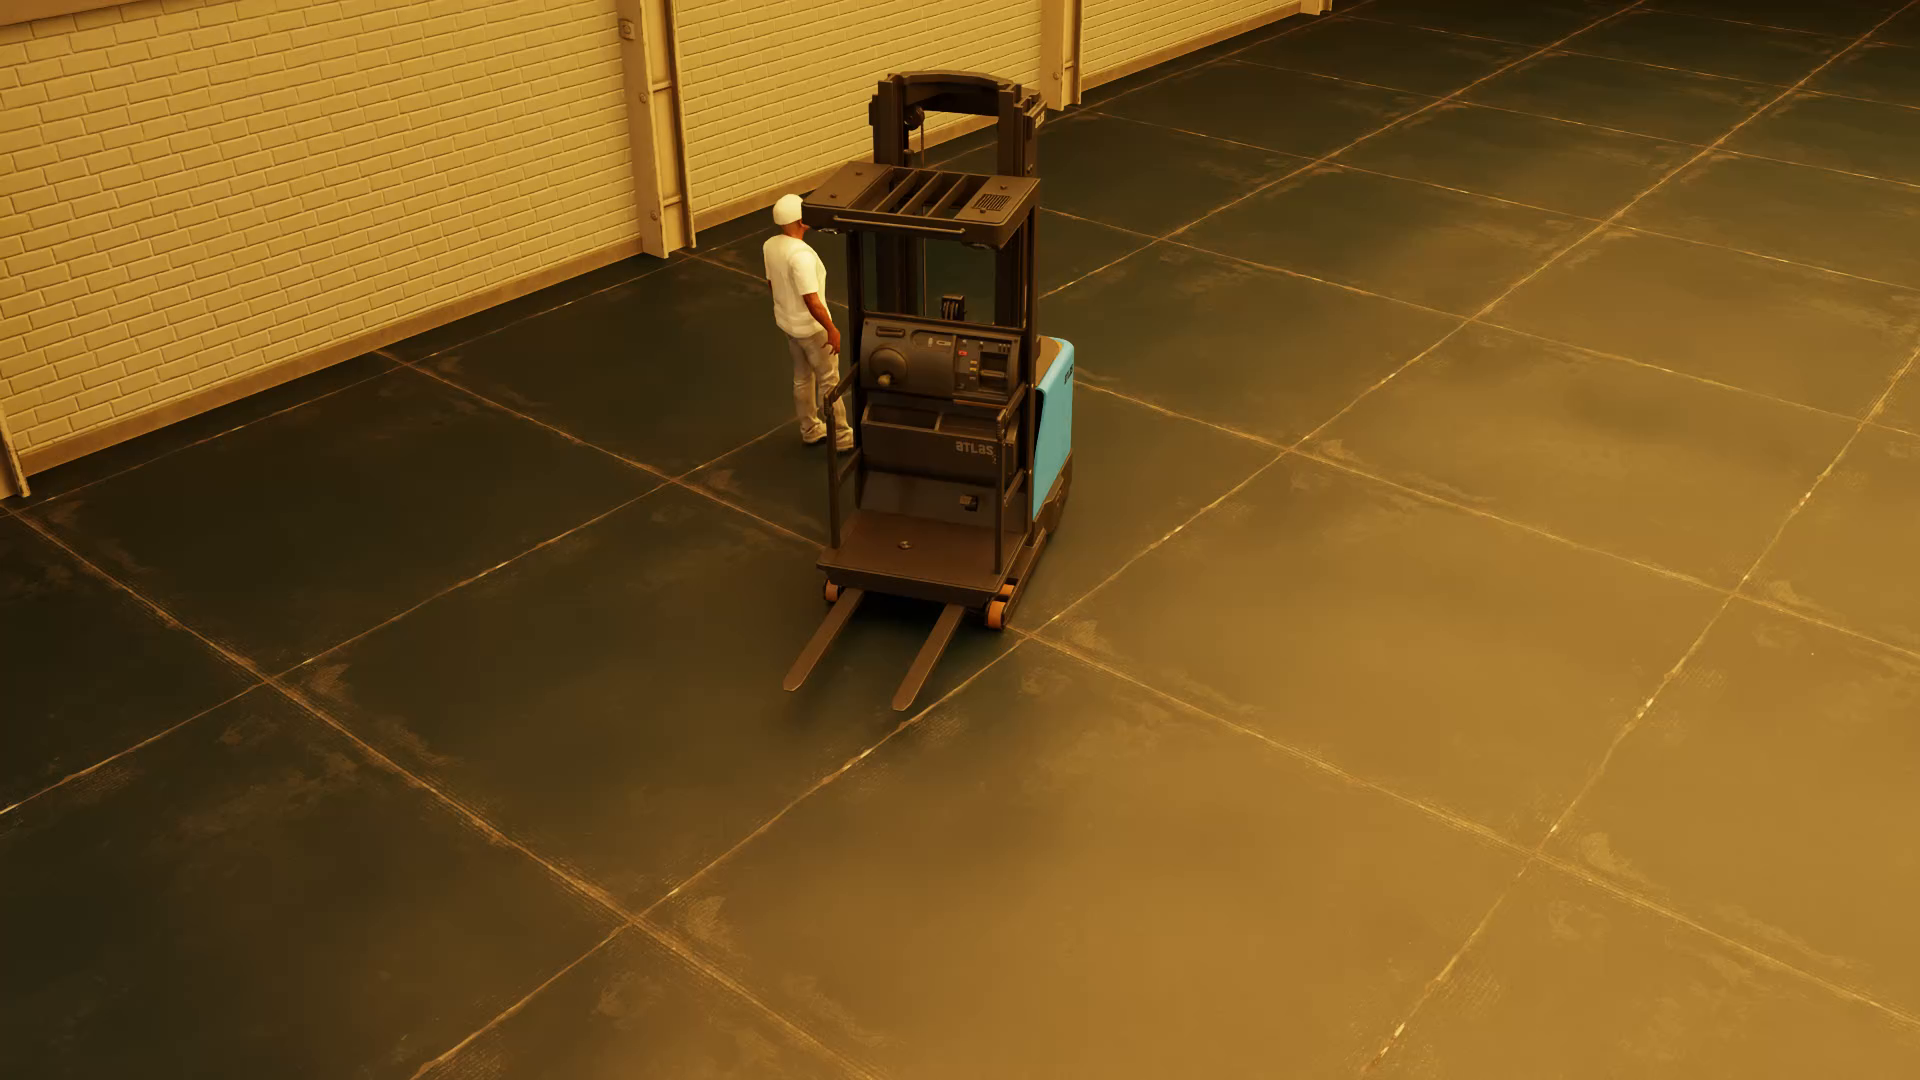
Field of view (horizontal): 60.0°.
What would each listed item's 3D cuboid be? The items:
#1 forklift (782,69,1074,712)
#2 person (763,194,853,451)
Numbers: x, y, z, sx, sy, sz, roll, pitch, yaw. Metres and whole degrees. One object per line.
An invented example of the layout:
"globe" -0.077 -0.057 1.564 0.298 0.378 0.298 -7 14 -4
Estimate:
"forklift" -0.176 -0.972 9.258 1.130 2.935 3.031 9 31 14
"person" -0.973 -1.474 11.179 0.577 1.765 0.666 -19 35 -29
